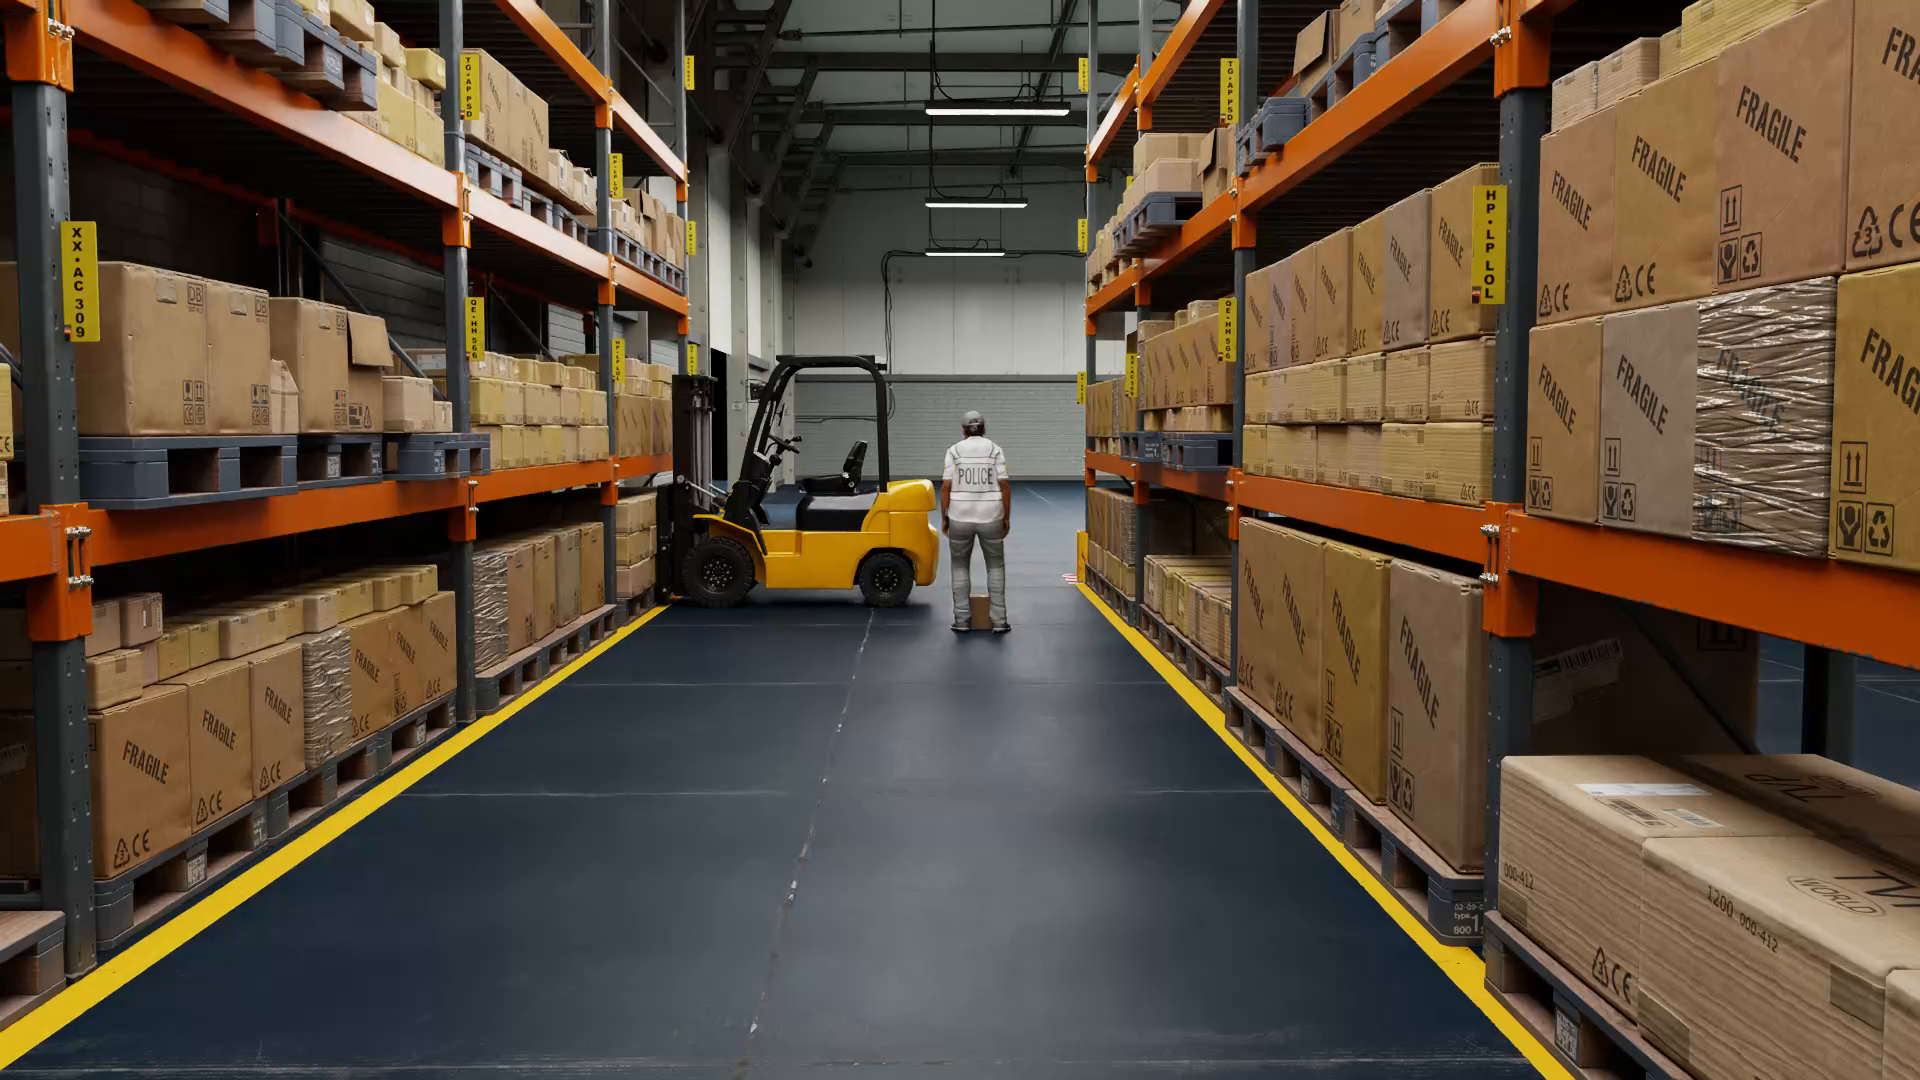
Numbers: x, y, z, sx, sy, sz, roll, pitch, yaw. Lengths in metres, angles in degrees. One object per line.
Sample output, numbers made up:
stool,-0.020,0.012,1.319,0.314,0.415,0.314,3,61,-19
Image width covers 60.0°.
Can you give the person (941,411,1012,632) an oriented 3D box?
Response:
person,0.125,-0.140,12.527,0.538,1.666,0.463,0,4,-1
